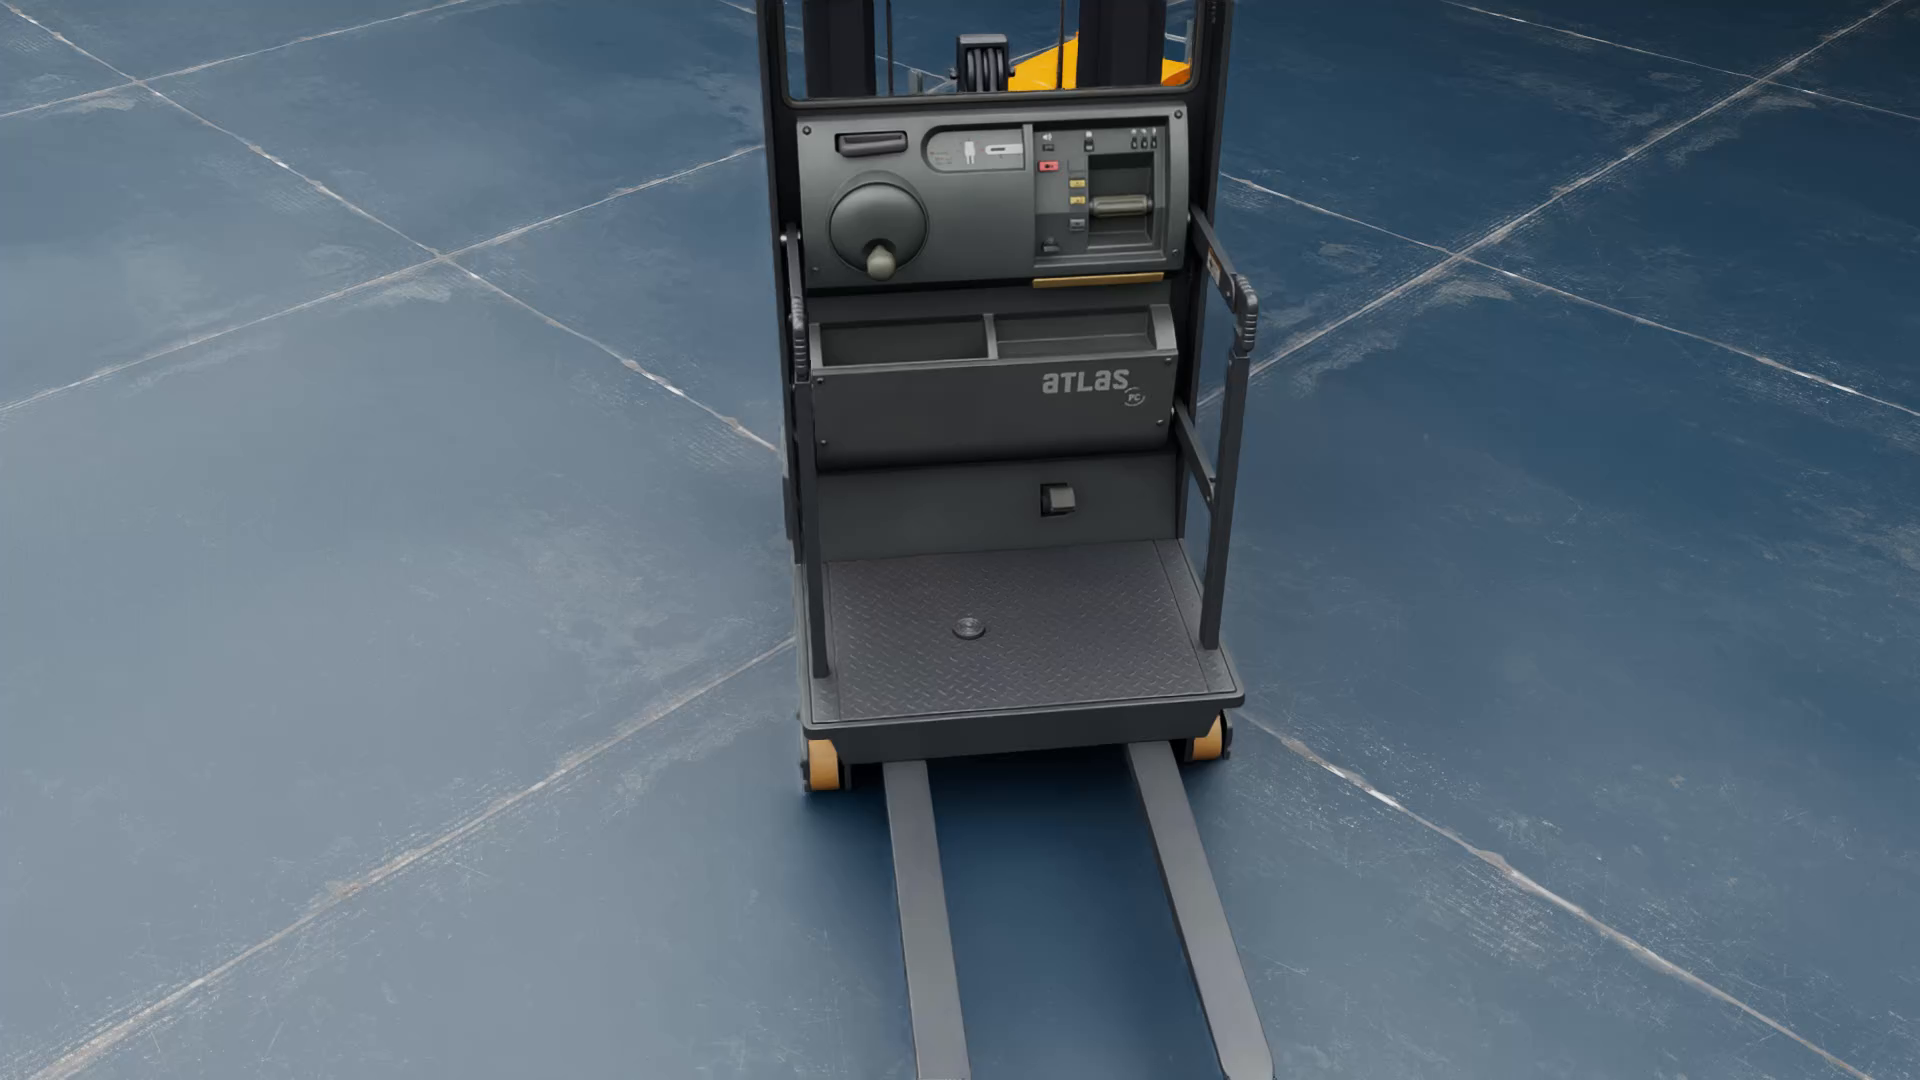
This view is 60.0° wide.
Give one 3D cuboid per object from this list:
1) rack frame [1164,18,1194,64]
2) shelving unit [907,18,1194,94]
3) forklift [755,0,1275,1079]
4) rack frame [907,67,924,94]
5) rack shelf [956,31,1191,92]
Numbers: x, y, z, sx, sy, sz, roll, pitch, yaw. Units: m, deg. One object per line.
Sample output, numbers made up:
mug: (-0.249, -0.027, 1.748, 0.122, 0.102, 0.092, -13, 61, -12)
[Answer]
rack frame: (0.654, -1.480, 6.388, 0.500, 1.125, 0.032, 24, 41, 30)
shelving unit: (0.342, -1.250, 6.059, 0.538, 1.125, 1.048, 24, 41, 30)
forklift: (0.111, -0.762, 3.780, 1.130, 2.935, 3.031, -4, 35, -5)
rack frame: (0.030, -1.021, 5.730, 0.500, 1.125, 0.032, 24, 41, 30)
rack shelf: (0.342, -1.490, 5.892, 0.538, 0.278, 1.000, 24, 41, 30)
